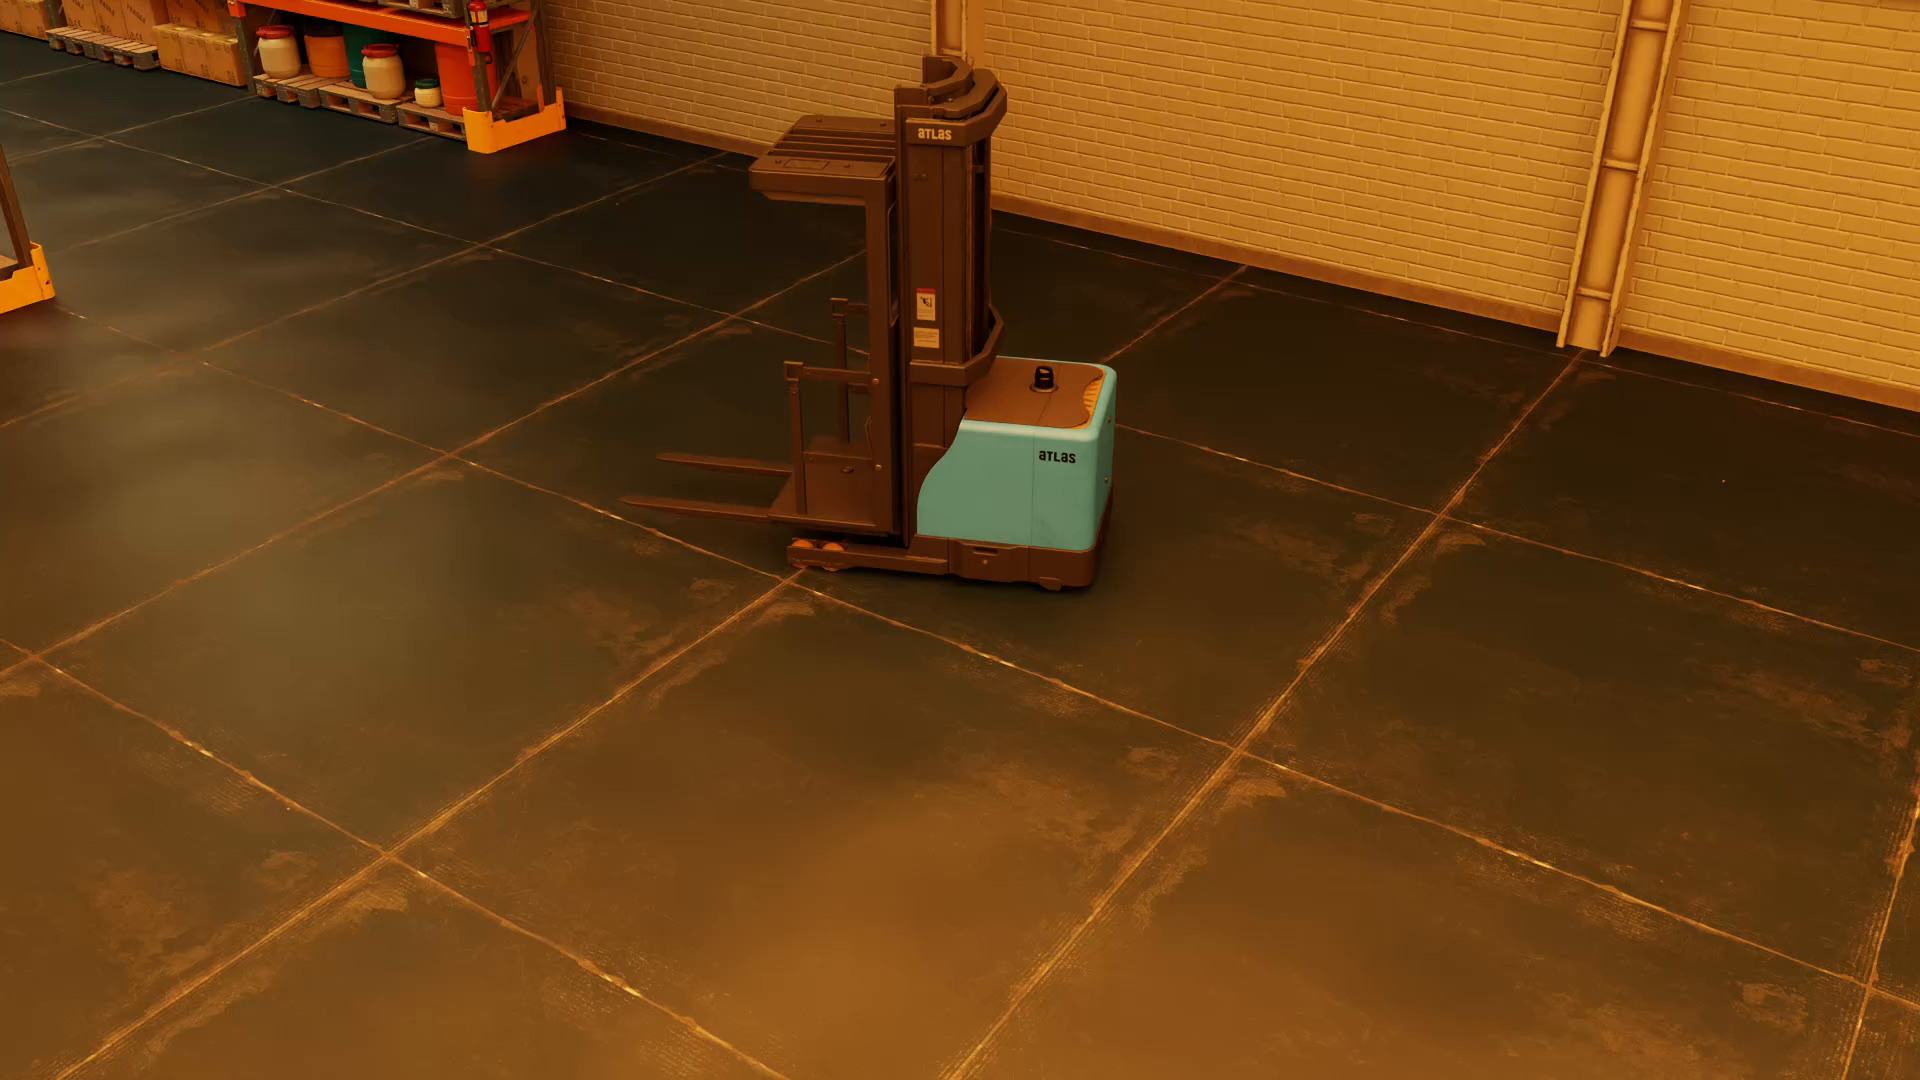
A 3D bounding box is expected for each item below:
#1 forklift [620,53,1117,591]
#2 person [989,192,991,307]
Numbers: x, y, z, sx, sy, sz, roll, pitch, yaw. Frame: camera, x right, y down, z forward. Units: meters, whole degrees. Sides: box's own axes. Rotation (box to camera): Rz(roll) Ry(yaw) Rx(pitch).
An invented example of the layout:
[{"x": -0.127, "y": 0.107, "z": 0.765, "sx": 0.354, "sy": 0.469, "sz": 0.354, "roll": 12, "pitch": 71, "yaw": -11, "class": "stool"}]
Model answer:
[{"x": -0.596, "y": -1.330, "z": 9.871, "sx": 3.031, "sy": 2.935, "sz": 1.130, "roll": 6, "pitch": 31, "yaw": 10, "class": "forklift"}, {"x": -0.030, "y": -2.614, "z": 13.363, "sx": 0.615, "sy": 1.651, "sz": 0.372, "roll": 1, "pitch": 30, "yaw": 2, "class": "person"}]
